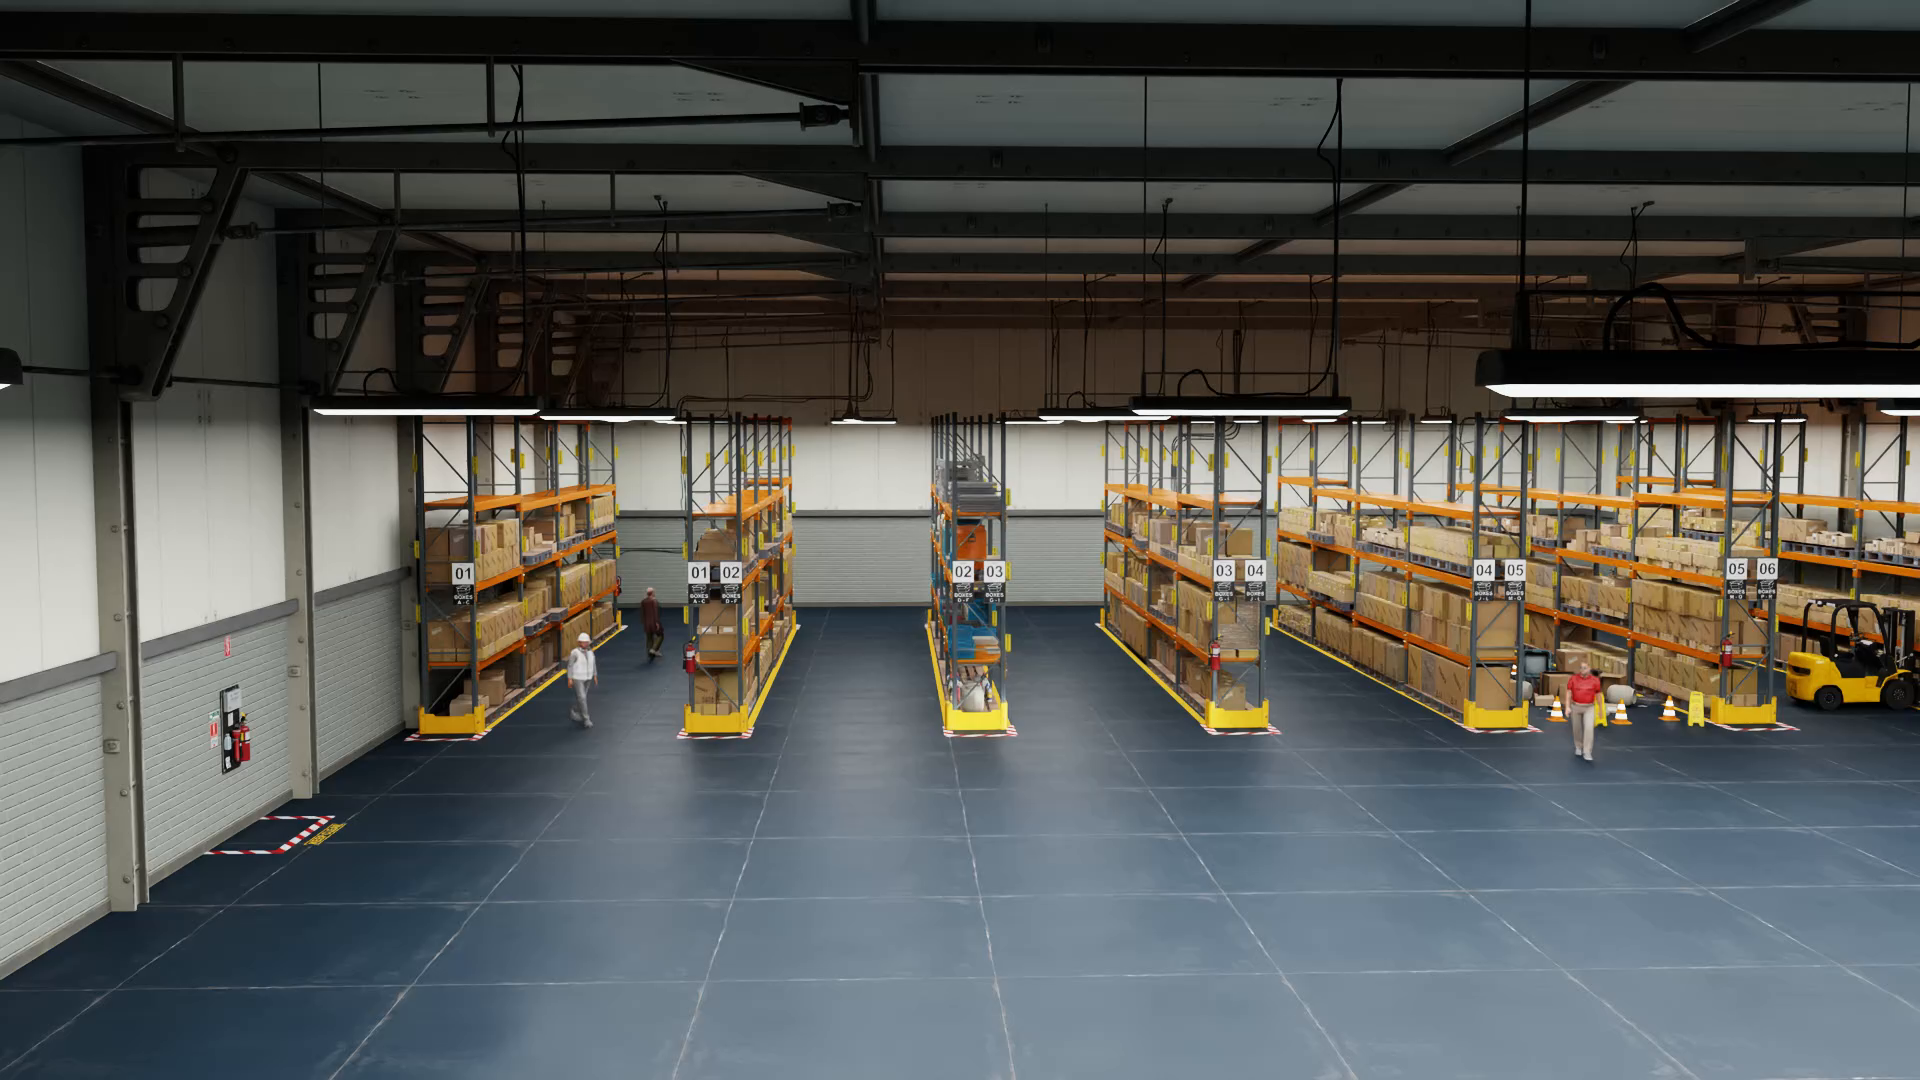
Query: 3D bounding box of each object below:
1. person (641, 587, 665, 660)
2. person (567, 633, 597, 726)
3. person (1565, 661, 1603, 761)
[{"bbox_3d":[-7.568,2.055,40.783,0.615,1.768,0.554,1,4,13],"label":"person"},{"bbox_3d":[-7.241,2.654,31.987,0.942,1.725,0.562,3,5,35],"label":"person"},{"bbox_3d":[10.706,2.920,28.585,0.589,1.674,0.995,2,4,30],"label":"person"}]
